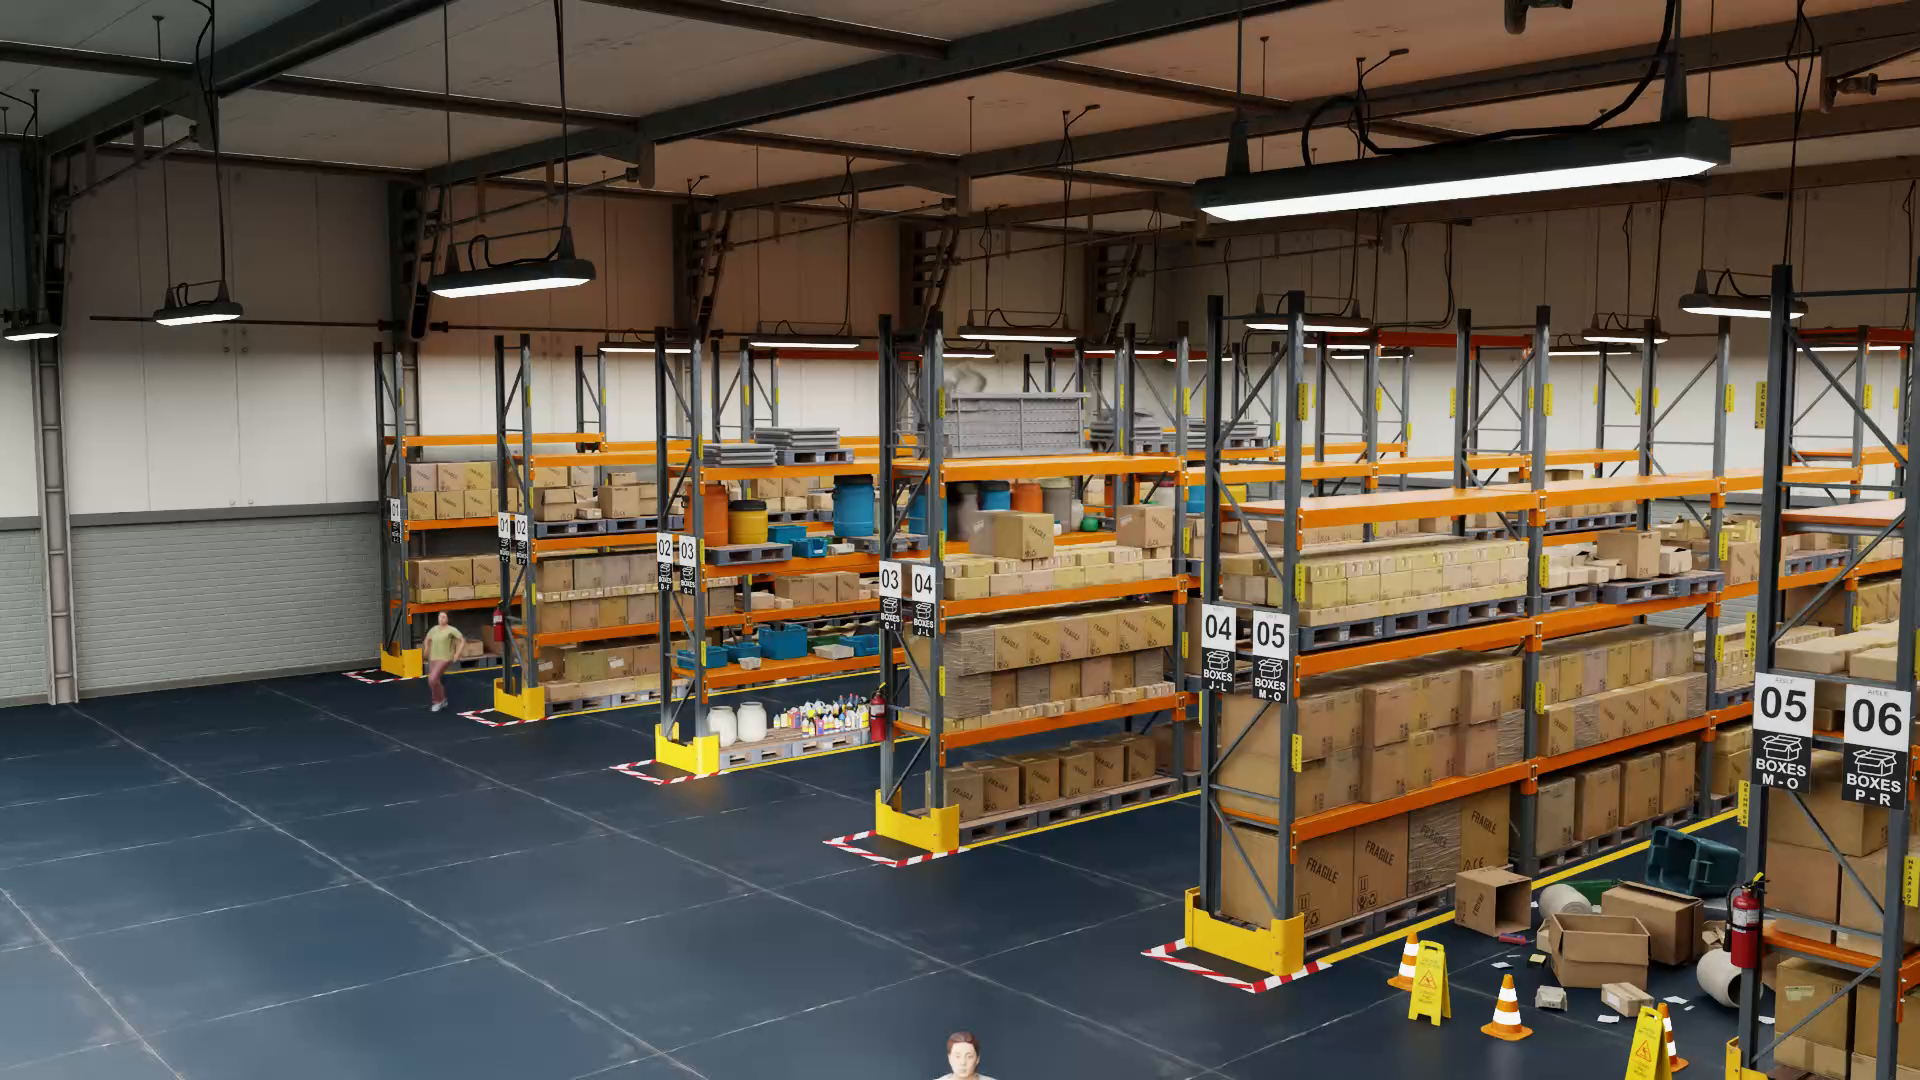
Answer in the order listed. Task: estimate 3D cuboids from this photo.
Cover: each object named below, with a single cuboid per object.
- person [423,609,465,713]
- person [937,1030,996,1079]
[{"bbox_3d":[-8.277,1.942,26.533,0.645,1.631,0.607,2,6,20],"label":"person"},{"bbox_3d":[0.021,3.518,9.198,0.561,1.620,0.585,0,5,5],"label":"person"}]
